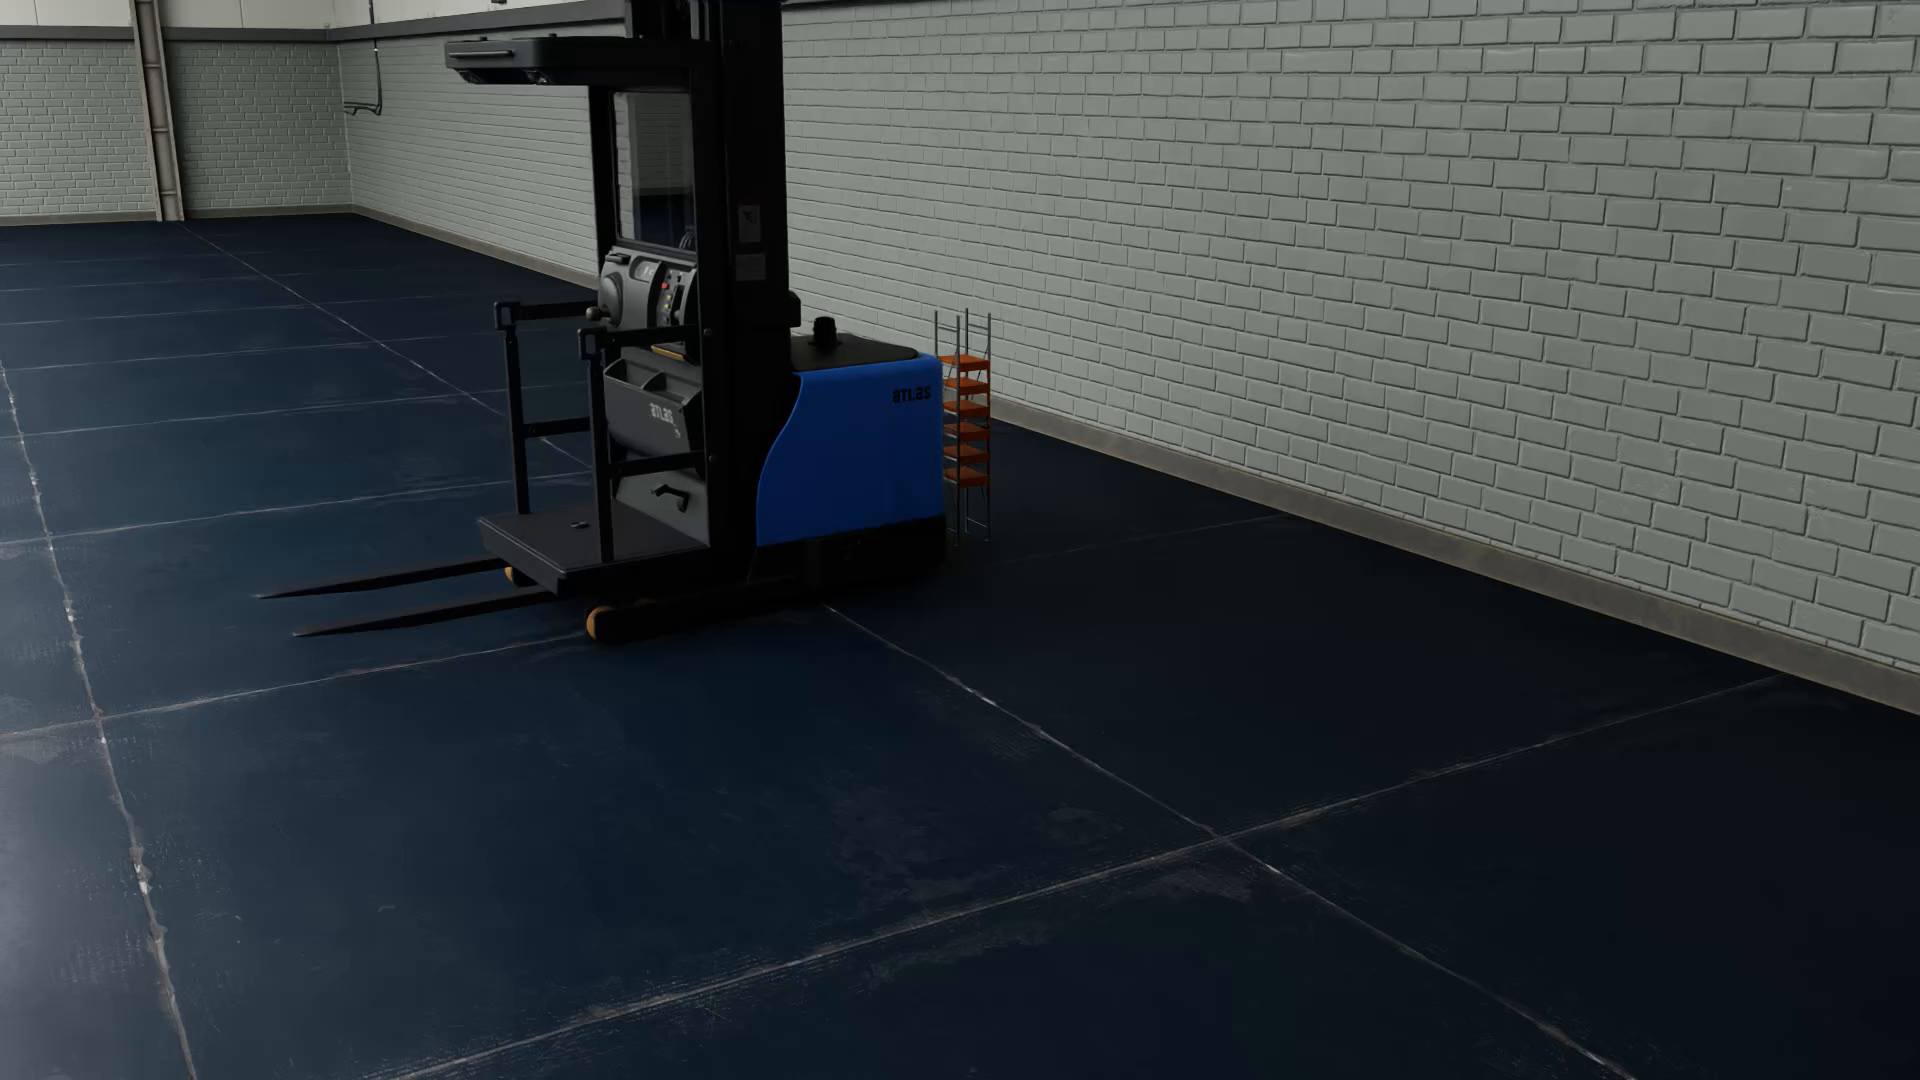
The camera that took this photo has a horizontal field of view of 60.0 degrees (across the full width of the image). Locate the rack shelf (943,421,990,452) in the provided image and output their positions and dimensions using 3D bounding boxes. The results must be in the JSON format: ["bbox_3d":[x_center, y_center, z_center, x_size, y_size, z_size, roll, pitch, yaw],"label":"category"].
[{"bbox_3d":[0.012,-0.537,8.605,0.180,0.103,0.258,-9,18,-30],"label":"rack shelf"}]

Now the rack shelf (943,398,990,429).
[{"bbox_3d":[0.012,-0.653,8.573,0.180,0.103,0.258,-9,18,-30],"label":"rack shelf"}]

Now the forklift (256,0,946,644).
[{"bbox_3d":[-1.571,-1.124,7.329,3.031,2.935,1.130,-11,19,-33],"label":"forklift"}]

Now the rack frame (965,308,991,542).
[{"bbox_3d":[0.091,-0.592,8.639,0.006,1.200,0.240,-9,18,-30],"label":"rack frame"}]

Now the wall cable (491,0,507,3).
[{"bbox_3d":[-5.151,-9.238,18.733,0.169,6.003,2.305,-9,18,-30],"label":"wall cable"}]

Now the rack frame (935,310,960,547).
[{"bbox_3d":[-0.066,-0.567,8.548,0.006,1.200,0.240,-9,18,-30],"label":"rack frame"}]

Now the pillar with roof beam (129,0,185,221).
[{"bbox_3d":[-11.015,-8.700,23.112,0.400,9.000,9.100,-9,18,-30],"label":"pillar with roof beam"}]

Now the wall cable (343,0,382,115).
[{"bbox_3d":[-10.026,-8.304,27.454,0.112,2.526,3.097,-9,18,-30],"label":"wall cable"}]

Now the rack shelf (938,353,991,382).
[{"bbox_3d":[0.012,-0.884,8.508,0.180,0.103,0.258,-9,18,-30],"label":"rack shelf"}]

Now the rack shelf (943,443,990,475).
[{"bbox_3d":[0.012,-0.421,8.638,0.180,0.103,0.258,-9,18,-30],"label":"rack shelf"}]

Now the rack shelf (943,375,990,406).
[{"bbox_3d":[0.012,-0.768,8.541,0.180,0.103,0.258,-9,18,-30],"label":"rack shelf"}]

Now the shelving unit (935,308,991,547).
[{"bbox_3d":[0.012,-0.580,8.593,0.189,1.200,0.258,-9,18,-30],"label":"shelving unit"}]

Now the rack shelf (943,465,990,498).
[{"bbox_3d":[0.012,-0.306,8.670,0.180,0.103,0.258,-9,18,-30],"label":"rack shelf"}]
